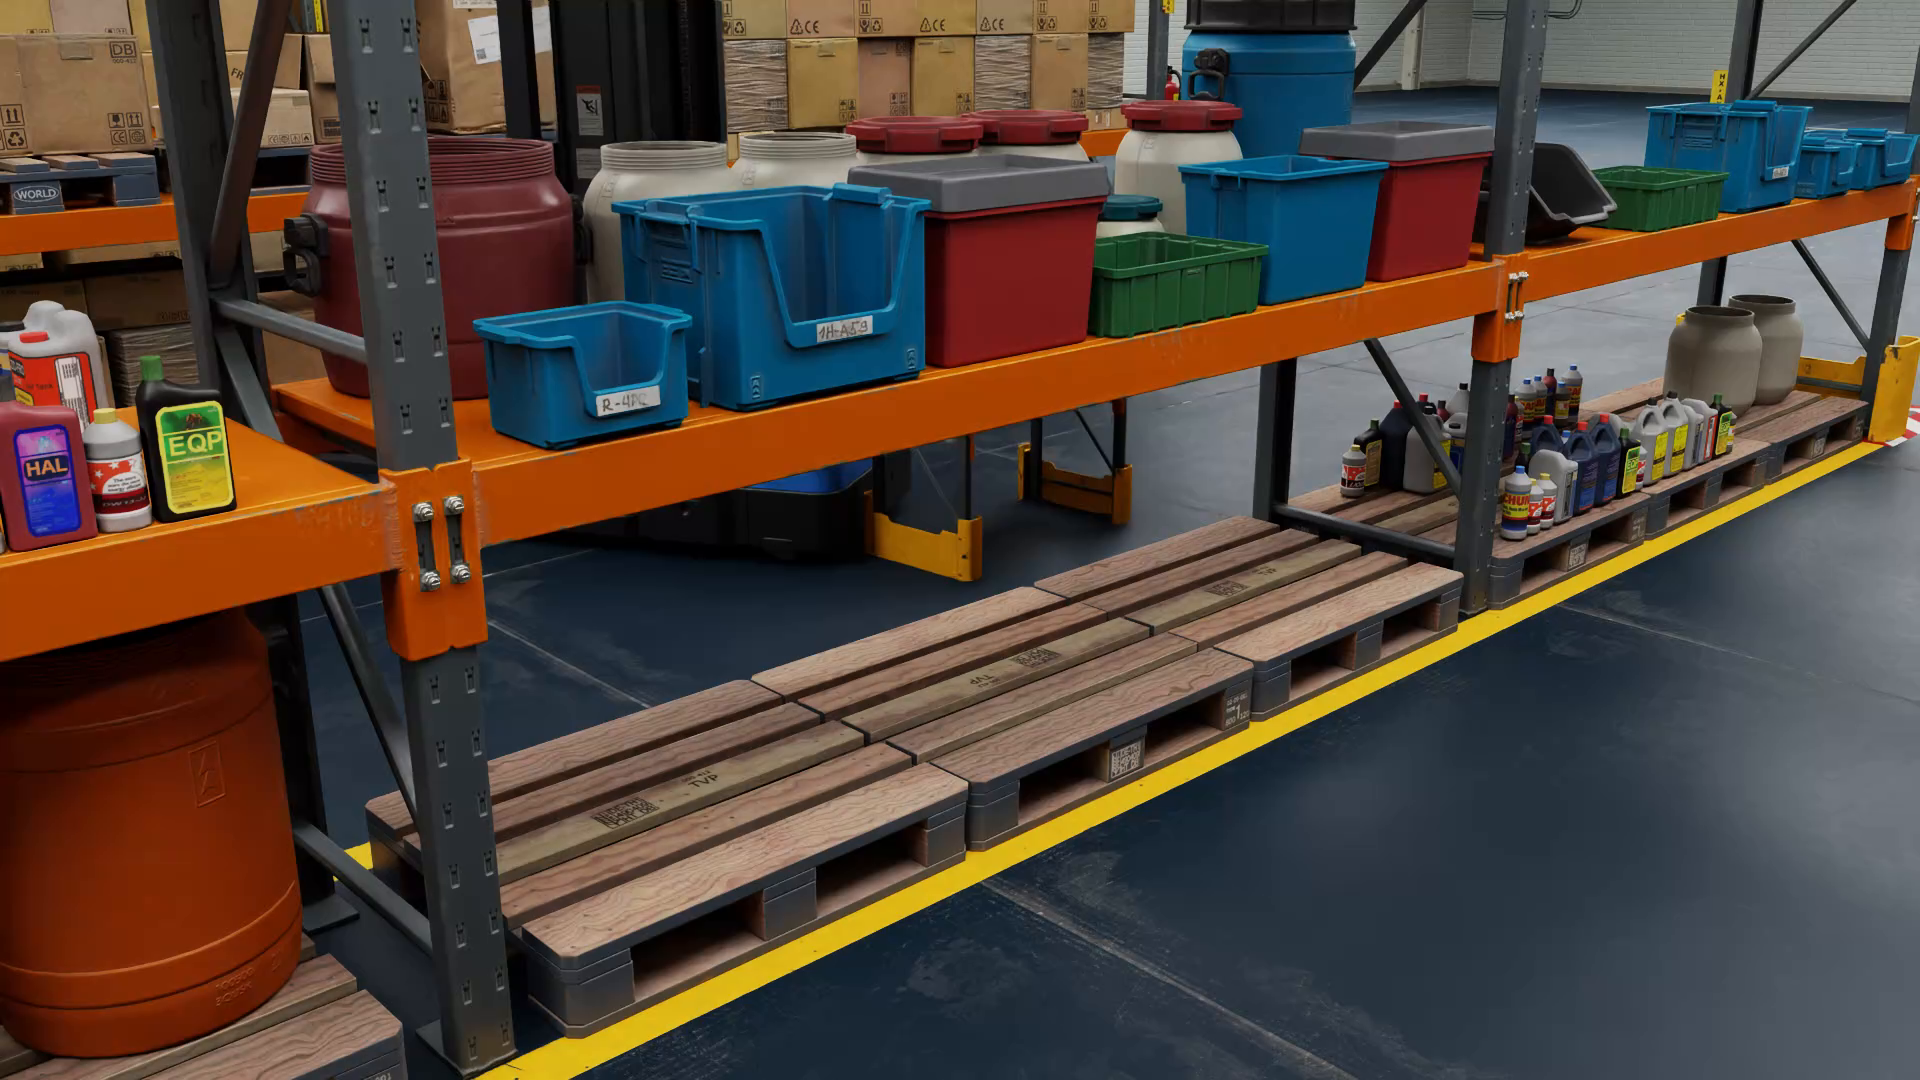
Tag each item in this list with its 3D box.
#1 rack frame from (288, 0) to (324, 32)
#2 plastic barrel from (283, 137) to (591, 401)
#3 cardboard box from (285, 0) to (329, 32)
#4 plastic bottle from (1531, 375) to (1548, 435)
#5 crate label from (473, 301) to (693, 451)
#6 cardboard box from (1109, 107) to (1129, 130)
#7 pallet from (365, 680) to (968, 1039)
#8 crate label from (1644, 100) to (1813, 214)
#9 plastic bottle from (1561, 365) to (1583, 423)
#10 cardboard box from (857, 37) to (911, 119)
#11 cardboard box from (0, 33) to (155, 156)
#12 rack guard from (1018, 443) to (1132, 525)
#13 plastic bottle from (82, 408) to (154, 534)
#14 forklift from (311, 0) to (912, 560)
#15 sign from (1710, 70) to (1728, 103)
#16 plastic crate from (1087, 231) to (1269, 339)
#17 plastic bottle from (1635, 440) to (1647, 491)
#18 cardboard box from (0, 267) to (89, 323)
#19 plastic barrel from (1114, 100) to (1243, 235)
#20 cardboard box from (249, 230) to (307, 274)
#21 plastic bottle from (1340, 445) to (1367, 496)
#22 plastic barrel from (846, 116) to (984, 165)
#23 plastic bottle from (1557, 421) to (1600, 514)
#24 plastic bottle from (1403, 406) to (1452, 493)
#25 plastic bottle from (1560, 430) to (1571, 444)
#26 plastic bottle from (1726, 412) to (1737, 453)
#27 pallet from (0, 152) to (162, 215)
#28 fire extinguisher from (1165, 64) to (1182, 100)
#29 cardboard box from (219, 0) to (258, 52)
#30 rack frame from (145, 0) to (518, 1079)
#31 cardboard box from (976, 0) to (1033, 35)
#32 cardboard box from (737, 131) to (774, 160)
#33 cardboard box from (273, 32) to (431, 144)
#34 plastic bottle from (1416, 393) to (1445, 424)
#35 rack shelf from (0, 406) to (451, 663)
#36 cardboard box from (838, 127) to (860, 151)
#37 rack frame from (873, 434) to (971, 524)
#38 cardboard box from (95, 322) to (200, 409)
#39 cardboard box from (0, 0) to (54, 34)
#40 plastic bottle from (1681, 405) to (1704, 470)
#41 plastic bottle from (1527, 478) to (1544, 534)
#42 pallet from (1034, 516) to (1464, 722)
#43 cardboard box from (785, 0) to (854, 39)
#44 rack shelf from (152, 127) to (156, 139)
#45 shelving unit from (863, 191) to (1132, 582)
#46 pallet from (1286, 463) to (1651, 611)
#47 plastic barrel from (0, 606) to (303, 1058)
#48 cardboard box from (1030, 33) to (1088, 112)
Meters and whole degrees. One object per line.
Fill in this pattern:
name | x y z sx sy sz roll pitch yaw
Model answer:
rack frame | -5.167 -3.508 12.941 0.127 3.000 1.000 -16 24 -41
plastic barrel | -1.208 -0.648 3.900 0.708 0.536 0.600 -16 24 -41
cardboard box | -4.876 -4.163 12.968 0.550 0.550 0.875 -16 24 -41
plastic bottle | 2.696 -0.637 7.797 0.097 0.271 0.097 0 18 0
crate label | -0.773 -0.343 3.451 0.416 0.233 0.303 -16 24 -41
cardboard box | 1.008 -2.996 11.770 0.250 0.149 0.380 -16 24 -41
pallet | -0.747 0.754 4.318 1.213 0.211 1.003 -16 24 -41
crate label | 3.325 -1.679 7.242 0.616 0.435 0.502 -16 24 -41
plastic bottle | 2.945 -0.710 8.021 0.097 0.271 0.097 0 18 0
cardboard box | -0.782 -2.872 10.335 0.500 0.500 0.875 -16 24 -41
cardboard box | -4.038 -2.039 7.567 0.500 0.500 0.700 -12 22 -33
rack guard | 0.502 -0.252 7.356 0.587 0.250 0.087 15 23 39
plastic bottle | -1.434 -0.121 2.817 0.097 0.201 0.097 0 18 0
forklift | -1.792 -1.553 7.022 3.031 2.935 1.130 5 19 15
sign | 4.101 -2.369 8.978 0.005 0.325 0.100 -16 24 -41
plastic crate | 0.498 -0.732 4.722 0.662 0.188 0.450 -16 24 -41
plastic bottle | 2.800 -0.316 6.920 0.097 0.201 0.097 0 18 0
cardboard box | -4.273 -1.053 7.493 0.500 0.250 0.500 -15 23 -39
plastic barrel | 0.724 -1.176 5.528 0.433 0.535 0.433 0 18 0
cardboard box | -5.557 -2.486 12.755 0.750 0.750 1.050 -16 24 -41
plastic bottle | 1.619 -0.290 6.839 0.097 0.201 0.097 0 18 0
plastic barrel | -0.123 -0.929 4.766 0.433 0.535 0.433 0 18 0
plastic bottle | 2.441 -0.292 6.604 0.185 0.351 0.144 -15 24 -39
plastic bottle | 1.939 -0.383 6.884 0.185 0.351 0.144 -16 24 -41
plastic bottle | 2.464 -0.312 6.795 0.097 0.271 0.097 0 18 0
plastic bottle | 3.443 -0.503 7.498 0.097 0.201 0.097 0 18 0
pallet | -4.295 -1.611 7.401 1.003 0.211 1.213 -16 24 -41
fire extinguisher | 1.473 -3.107 11.829 0.183 0.674 0.296 -16 24 -41
cardboard box | -5.524 -3.925 12.443 0.500 0.500 0.700 -17 24 -42
rack frame | -1.337 -0.417 3.409 0.127 3.000 1.000 -16 24 -41
cardboard box | 0.119 -3.503 10.659 0.500 0.500 0.500 -16 24 -41
cardboard box | -1.280 -2.284 9.572 0.250 0.149 0.380 -16 24 -41
cardboard box | -3.029 -2.236 8.169 0.637 0.503 0.797 -13 22 -35
plastic bottle | 1.979 -0.456 7.109 0.144 0.351 0.185 16 24 41
rack shelf | -2.790 0.349 2.213 4.000 0.370 1.077 -16 24 -41
cardboard box | -0.732 -2.442 10.060 0.250 0.149 0.380 -16 24 -41
rack frame | -0.155 -0.615 6.450 0.500 1.500 0.032 15 23 39
cardboard box | -3.872 -0.815 7.973 0.700 0.500 0.500 15 24 39
cardboard box | -6.632 -3.602 11.446 0.500 0.500 0.700 -17 24 -41
plastic bottle | 3.140 -0.462 7.250 0.135 0.276 0.152 -17 25 -42
plastic bottle | 2.176 -0.134 6.358 0.097 0.201 0.097 0 18 0
pallet | 1.026 0.236 5.913 1.213 0.211 1.003 -16 24 -41
cardboard box | -0.969 -3.184 9.677 0.500 0.500 0.500 -16 24 -41
rack shelf | -6.621 -2.742 11.745 4.000 0.370 1.077 -16 24 -41
shelving unit | 0.174 -0.731 6.807 0.587 1.500 1.083 15 23 39
pallet | 2.086 -0.072 6.863 1.213 0.211 1.003 -16 24 -41
plastic barrel | -1.680 0.523 3.347 0.708 0.830 0.600 -16 24 -41
cardboard box | 0.374 -3.168 11.249 0.500 0.500 0.875 -16 24 -41
